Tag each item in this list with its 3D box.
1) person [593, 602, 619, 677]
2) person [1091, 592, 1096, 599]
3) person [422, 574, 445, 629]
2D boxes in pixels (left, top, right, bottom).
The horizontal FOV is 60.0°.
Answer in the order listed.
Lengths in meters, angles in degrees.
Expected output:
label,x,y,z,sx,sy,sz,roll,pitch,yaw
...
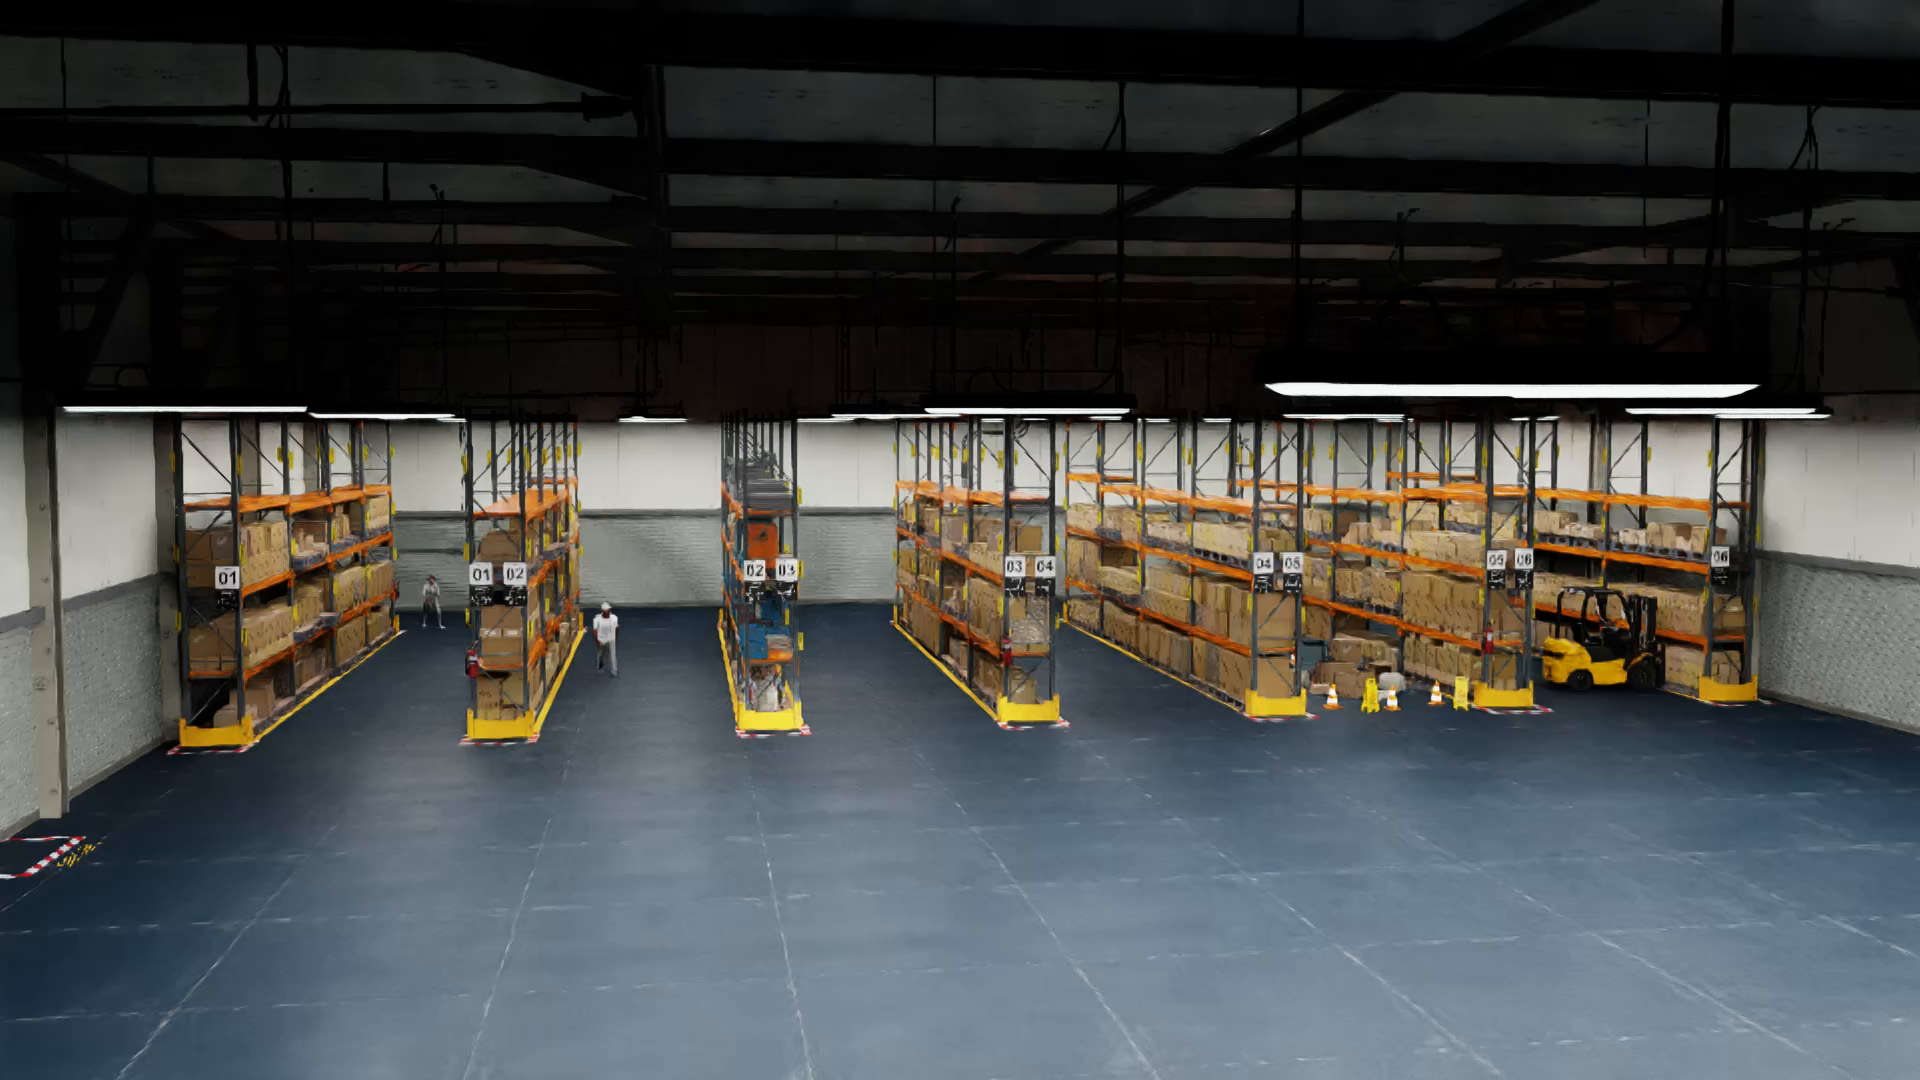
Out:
label,x,y,z,sx,sy,sz,roll,pitch,yaw
person,-8.005,2.242,37.620,0.598,1.690,1.094,-1,4,-19
person,4.228,1.295,51.643,0.531,1.667,0.531,2,4,27
person,-14.774,1.706,46.502,0.562,1.527,0.782,-2,4,-27
